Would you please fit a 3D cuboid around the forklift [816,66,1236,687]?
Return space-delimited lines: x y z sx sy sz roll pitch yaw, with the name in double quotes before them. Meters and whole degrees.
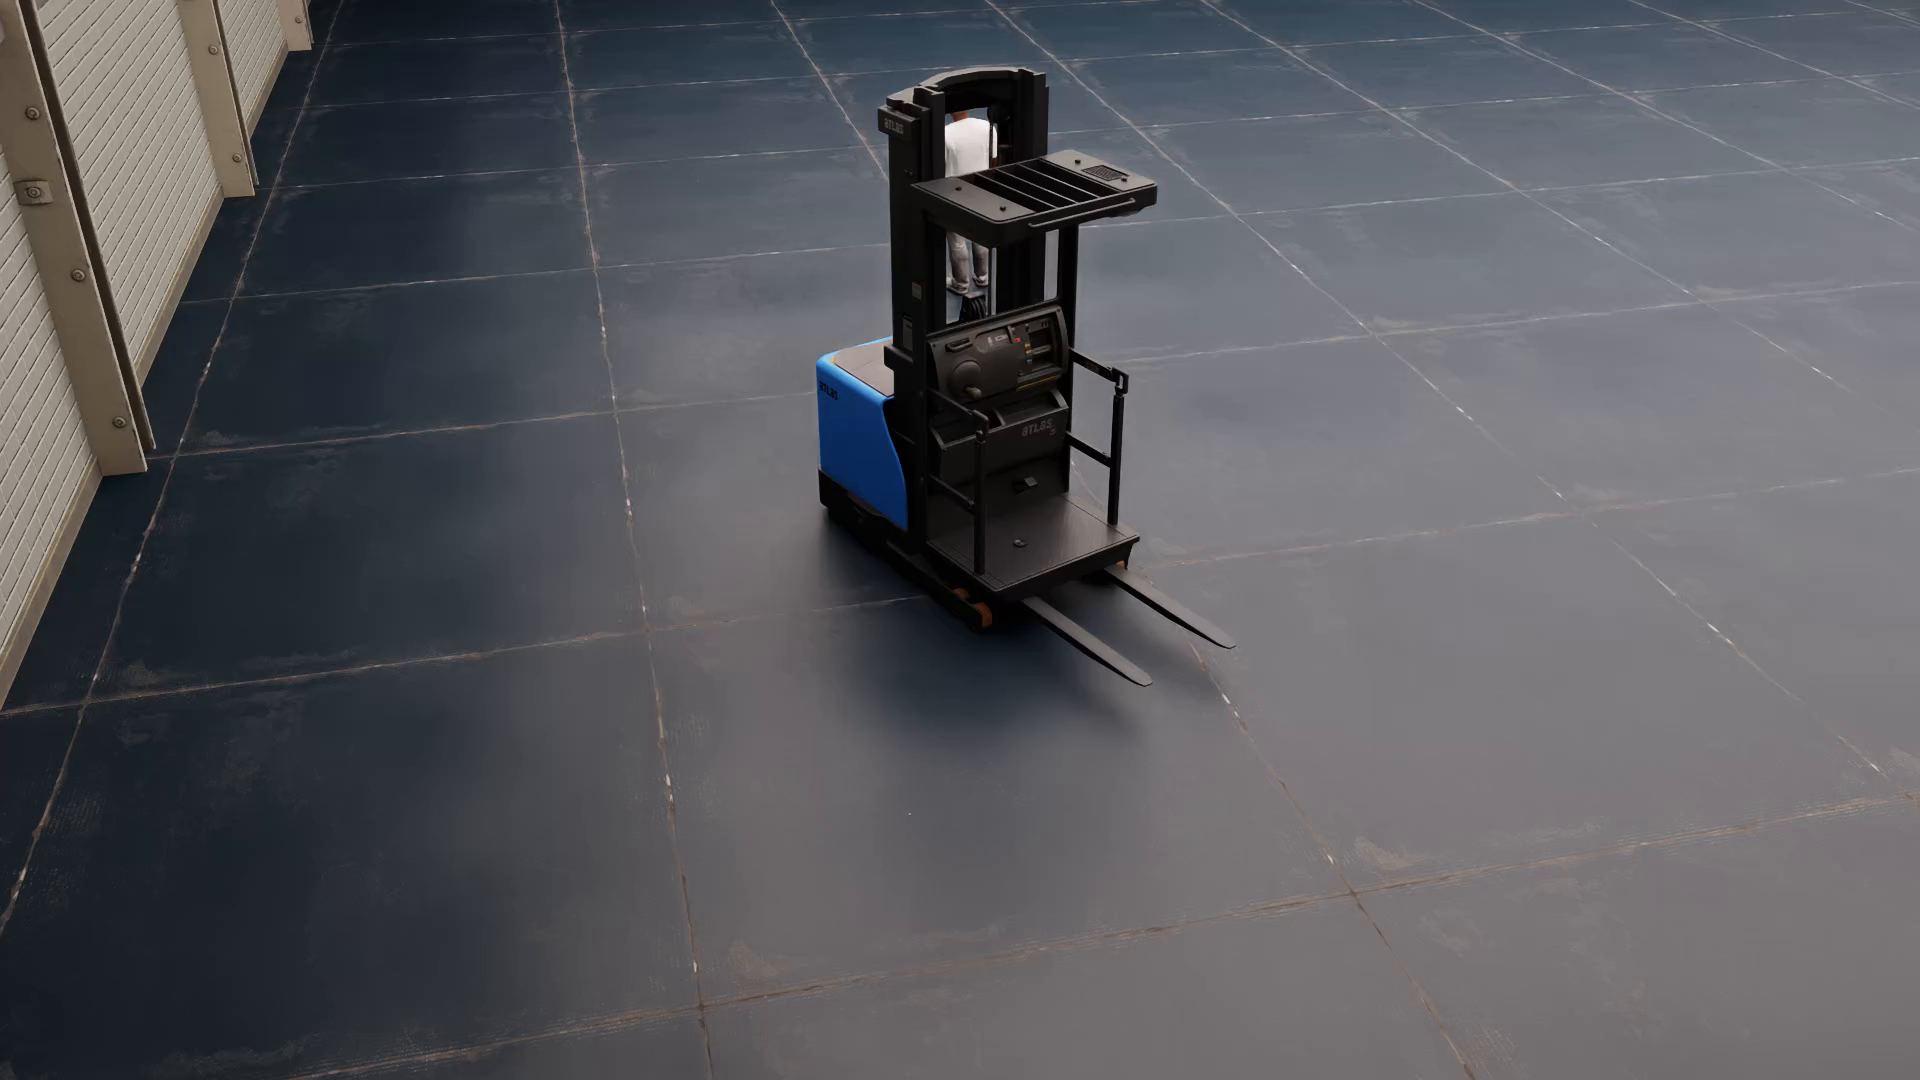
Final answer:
"forklift" 0.355 -1.021 9.338 1.130 2.935 3.031 -20 35 -30

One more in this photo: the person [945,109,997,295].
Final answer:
"person" -0.001 -2.900 13.731 0.665 1.766 0.577 -11 32 -17
